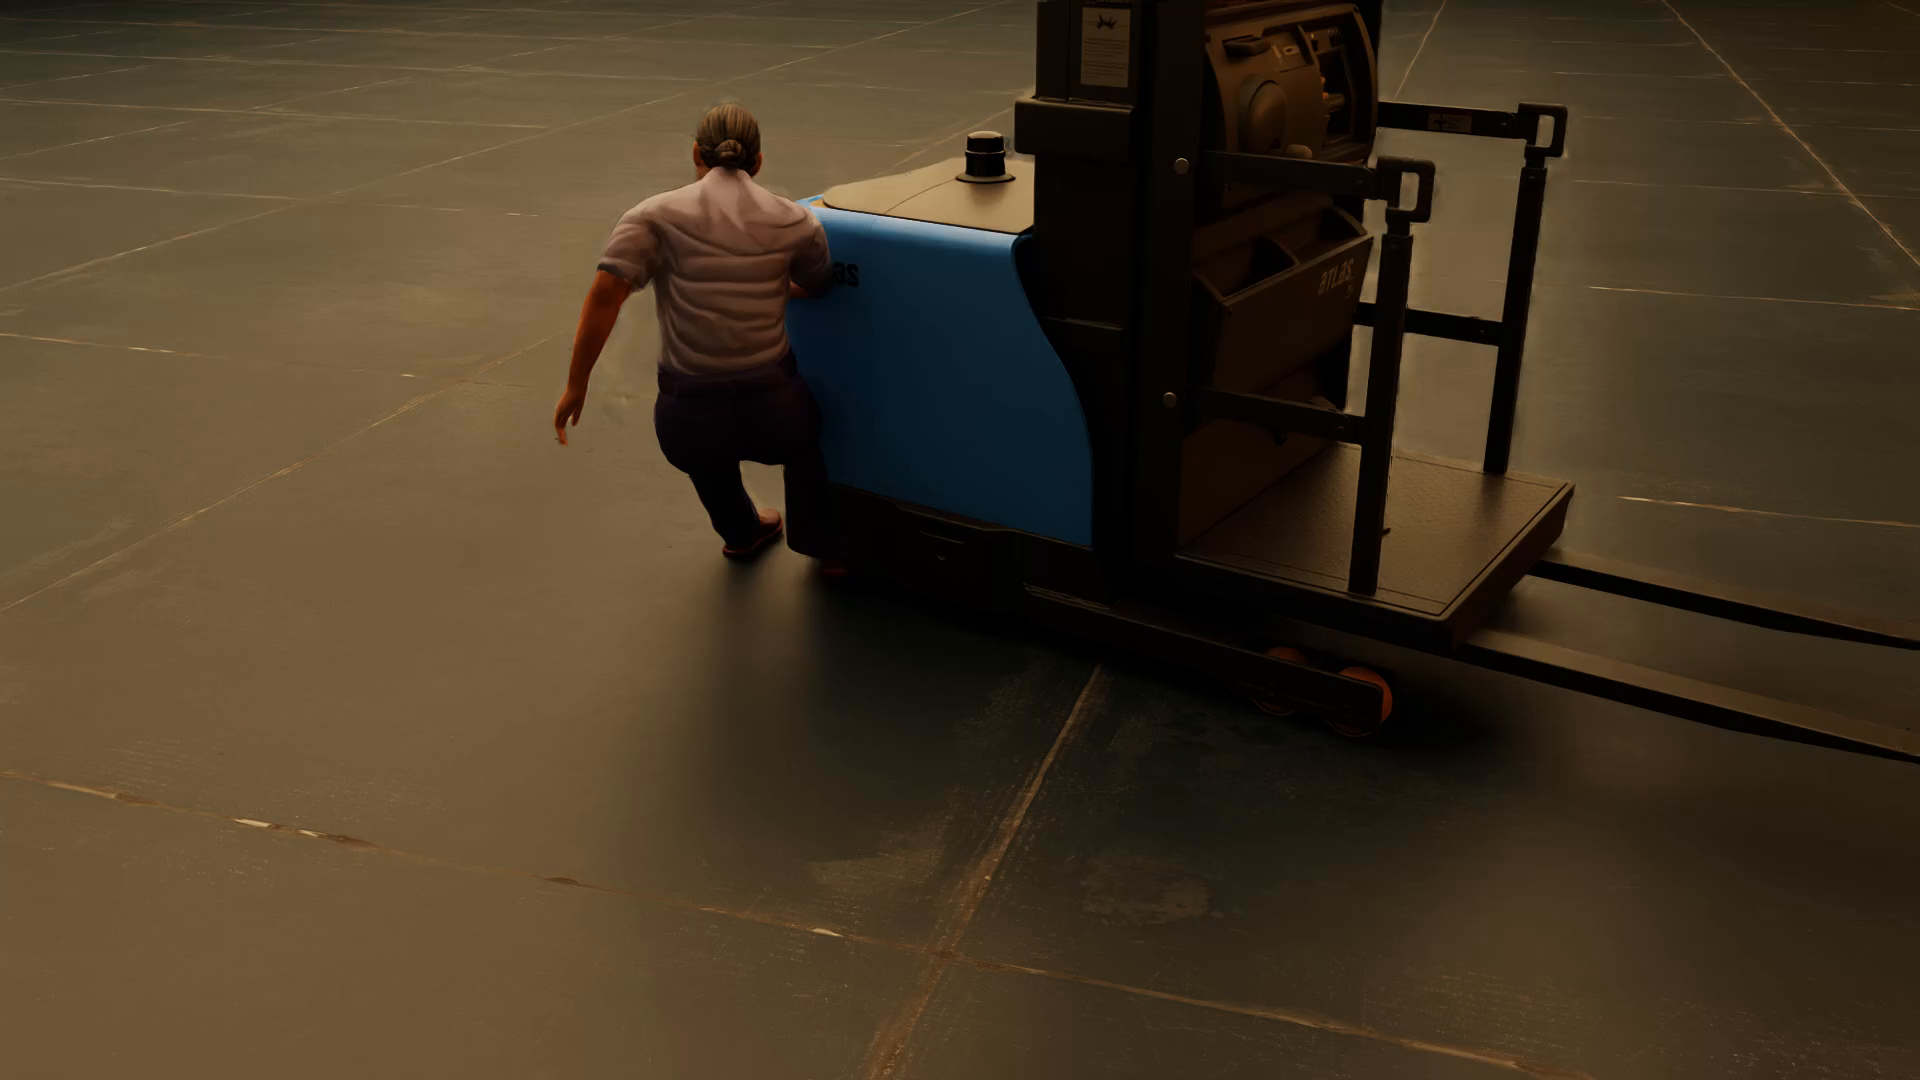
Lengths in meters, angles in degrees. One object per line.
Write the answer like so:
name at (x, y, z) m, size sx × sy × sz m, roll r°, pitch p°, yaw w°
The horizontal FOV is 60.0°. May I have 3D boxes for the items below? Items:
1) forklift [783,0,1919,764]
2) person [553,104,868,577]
forklift at (0.996, -1.113, 3.975) m, size 3.031 × 2.935 × 1.130 m, roll 14°, pitch 26°, yaw 31°
person at (-0.666, -0.472, 4.559) m, size 0.870 × 1.431 × 0.871 m, roll -4°, pitch 23°, yaw -11°
